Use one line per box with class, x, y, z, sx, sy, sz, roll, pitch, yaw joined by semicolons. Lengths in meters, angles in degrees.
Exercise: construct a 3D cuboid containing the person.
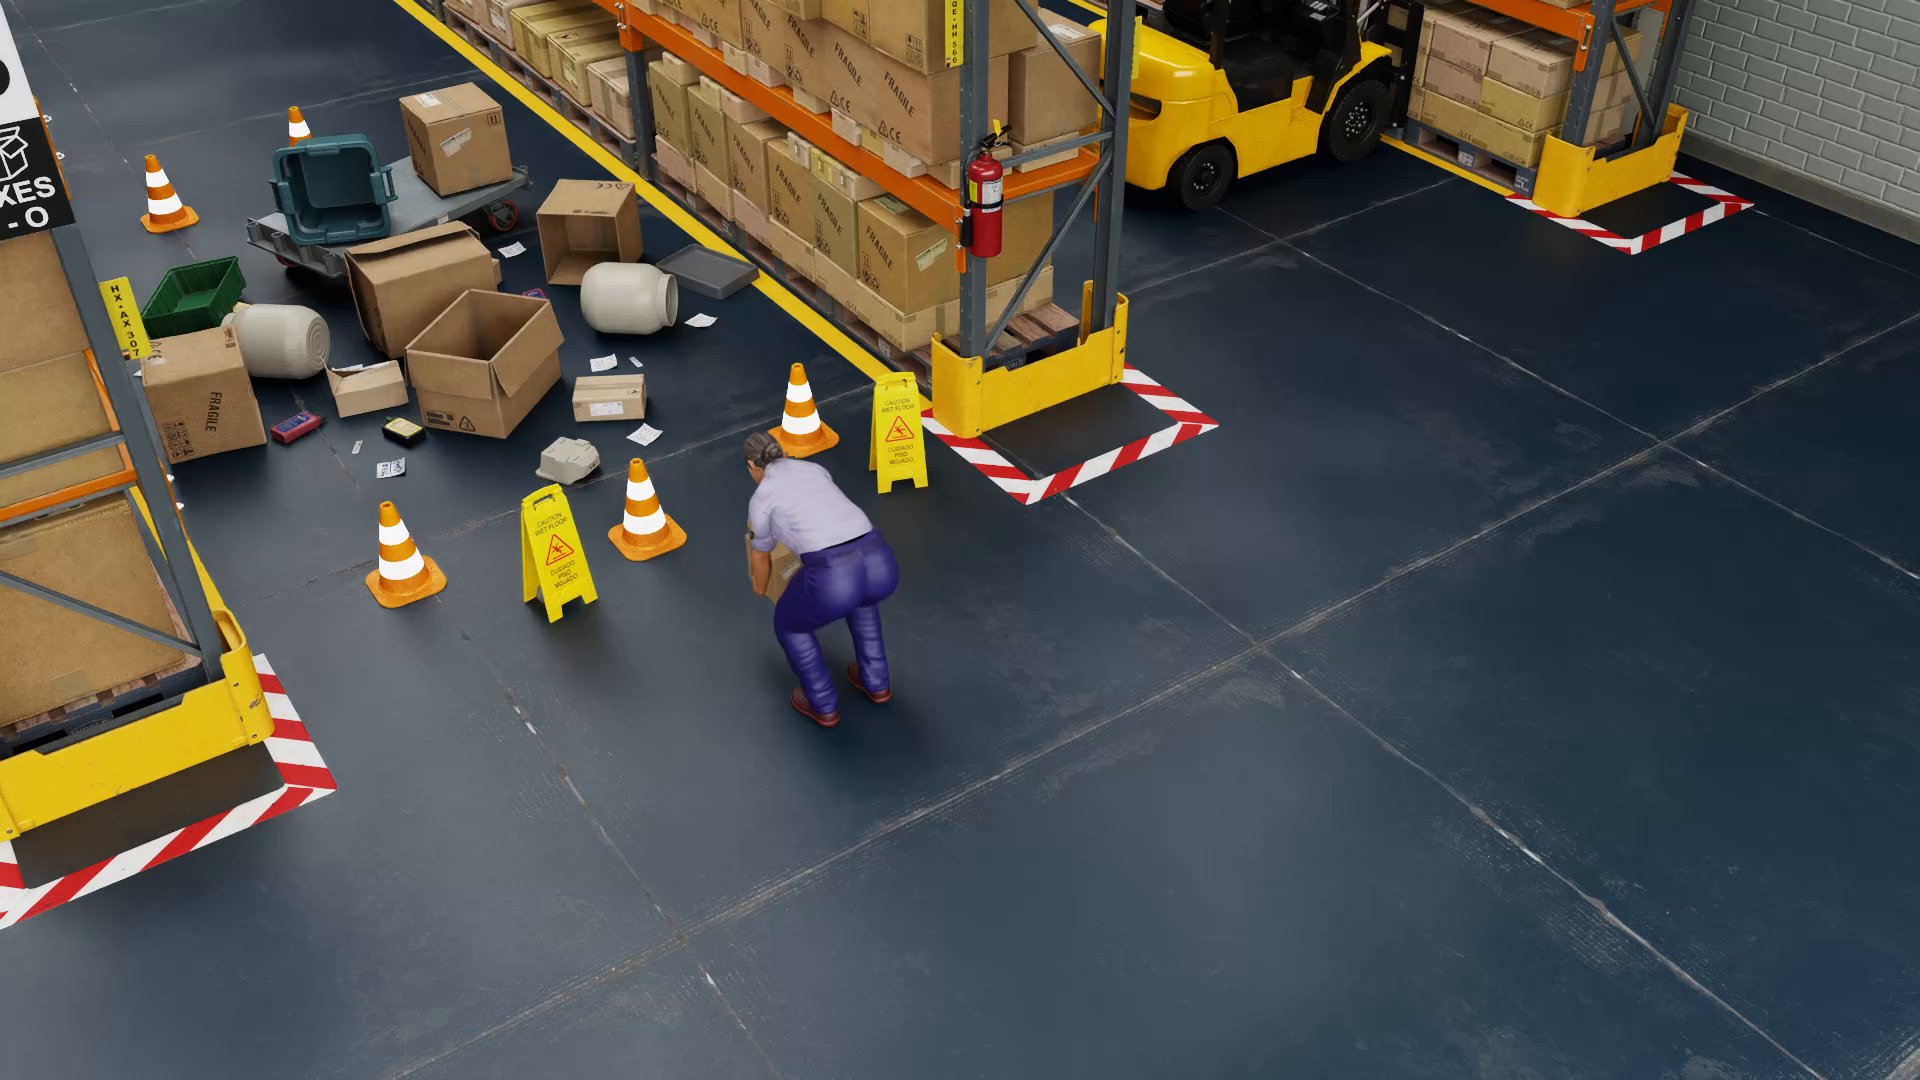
person;-0.632;0.173;7.216;0.493;1.134;0.874;-25;43;-29
